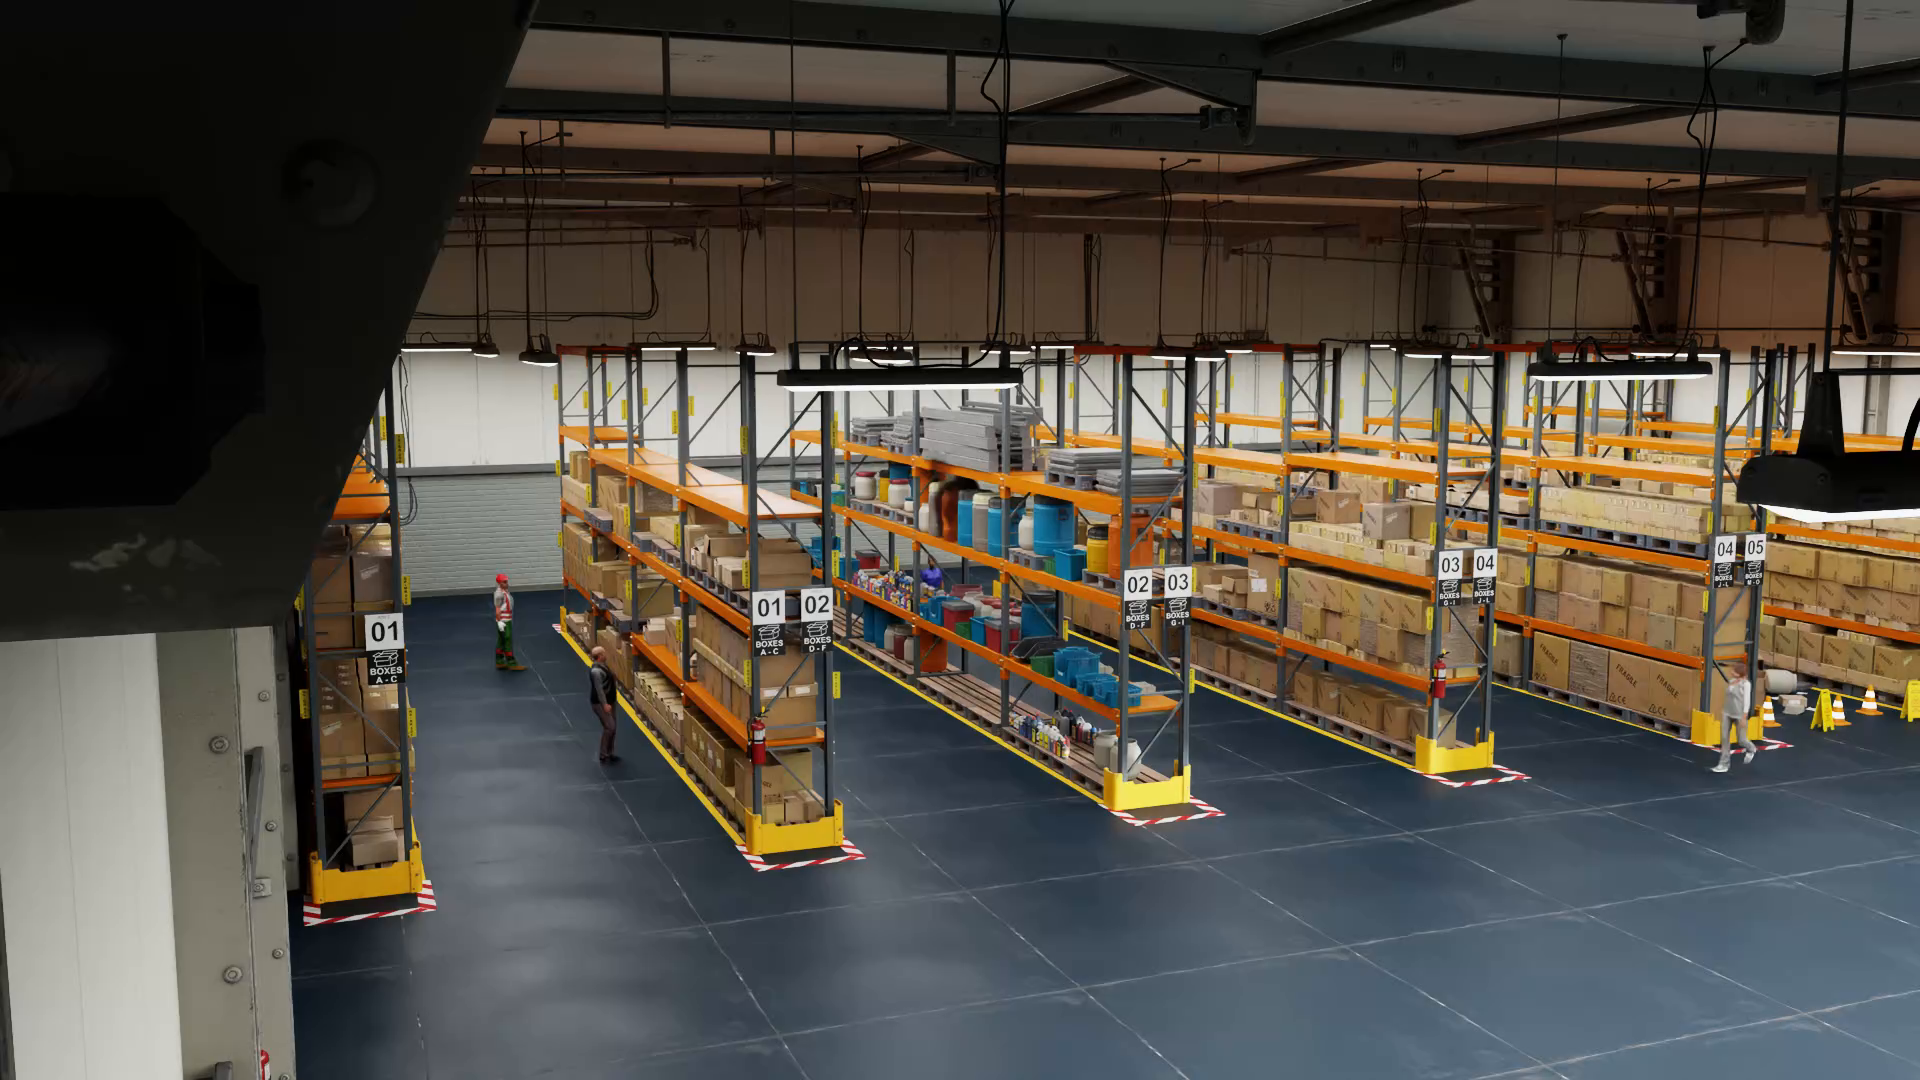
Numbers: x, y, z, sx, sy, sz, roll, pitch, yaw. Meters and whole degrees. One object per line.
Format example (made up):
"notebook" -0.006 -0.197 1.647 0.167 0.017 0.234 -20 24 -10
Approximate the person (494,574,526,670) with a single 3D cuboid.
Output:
"person" -8.394 1.510 30.976 0.558 1.789 0.560 -1 7 -10

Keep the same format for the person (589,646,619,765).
"person" -5.217 2.432 24.406 0.451 1.778 0.550 1 7 11

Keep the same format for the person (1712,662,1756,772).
"person" 11.145 2.526 23.832 0.760 1.576 0.406 -7 10 -42

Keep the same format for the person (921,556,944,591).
"person" -0.580 1.134 34.639 0.453 1.603 0.951 -4 8 -27

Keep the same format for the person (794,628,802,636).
"person" -3.067 1.414 31.743 0.548 1.782 0.420 5 9 37
